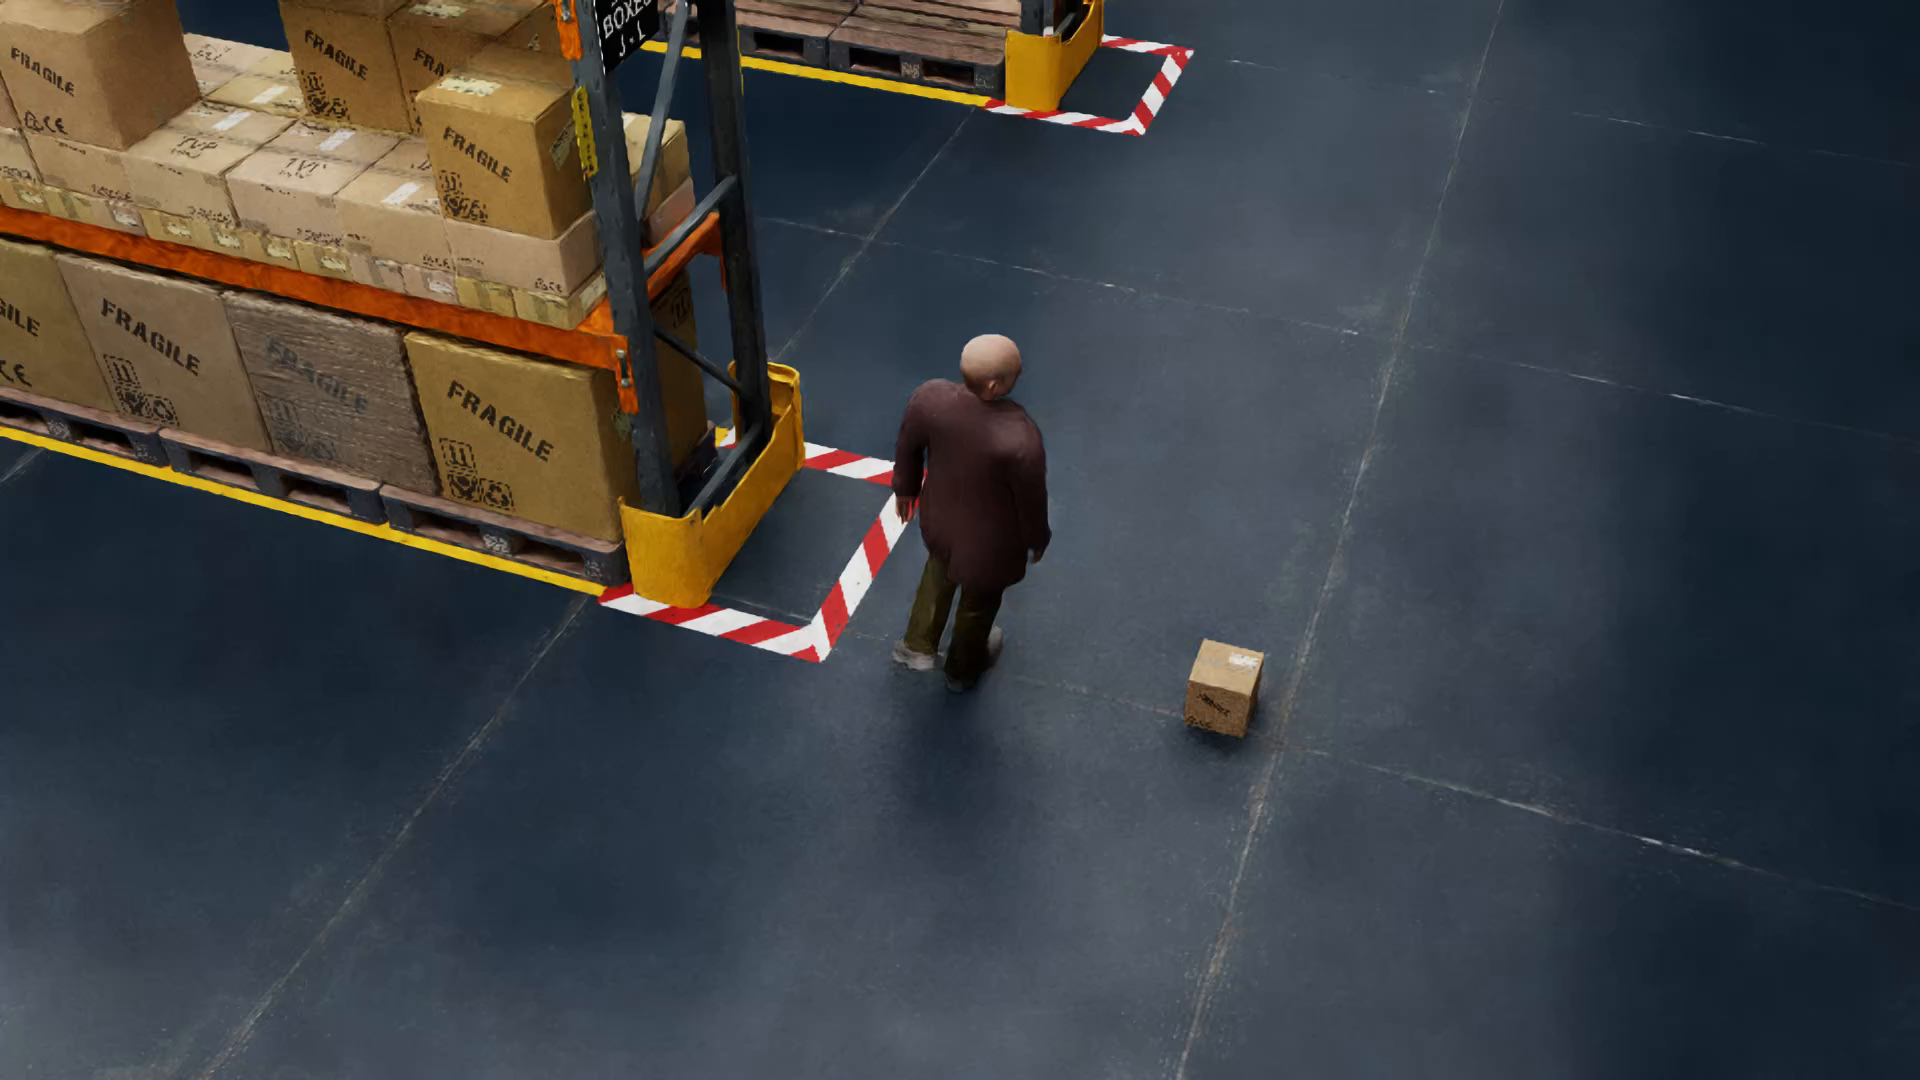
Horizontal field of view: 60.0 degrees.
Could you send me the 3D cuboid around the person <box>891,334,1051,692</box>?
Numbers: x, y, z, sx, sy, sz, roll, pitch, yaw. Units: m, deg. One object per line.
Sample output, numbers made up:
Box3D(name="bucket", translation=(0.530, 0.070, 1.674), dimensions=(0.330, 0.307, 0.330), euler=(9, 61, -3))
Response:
Box3D(name="person", translation=(0.054, -0.097, 6.265), dimensions=(0.677, 1.771, 0.528), euler=(22, 46, 24))
